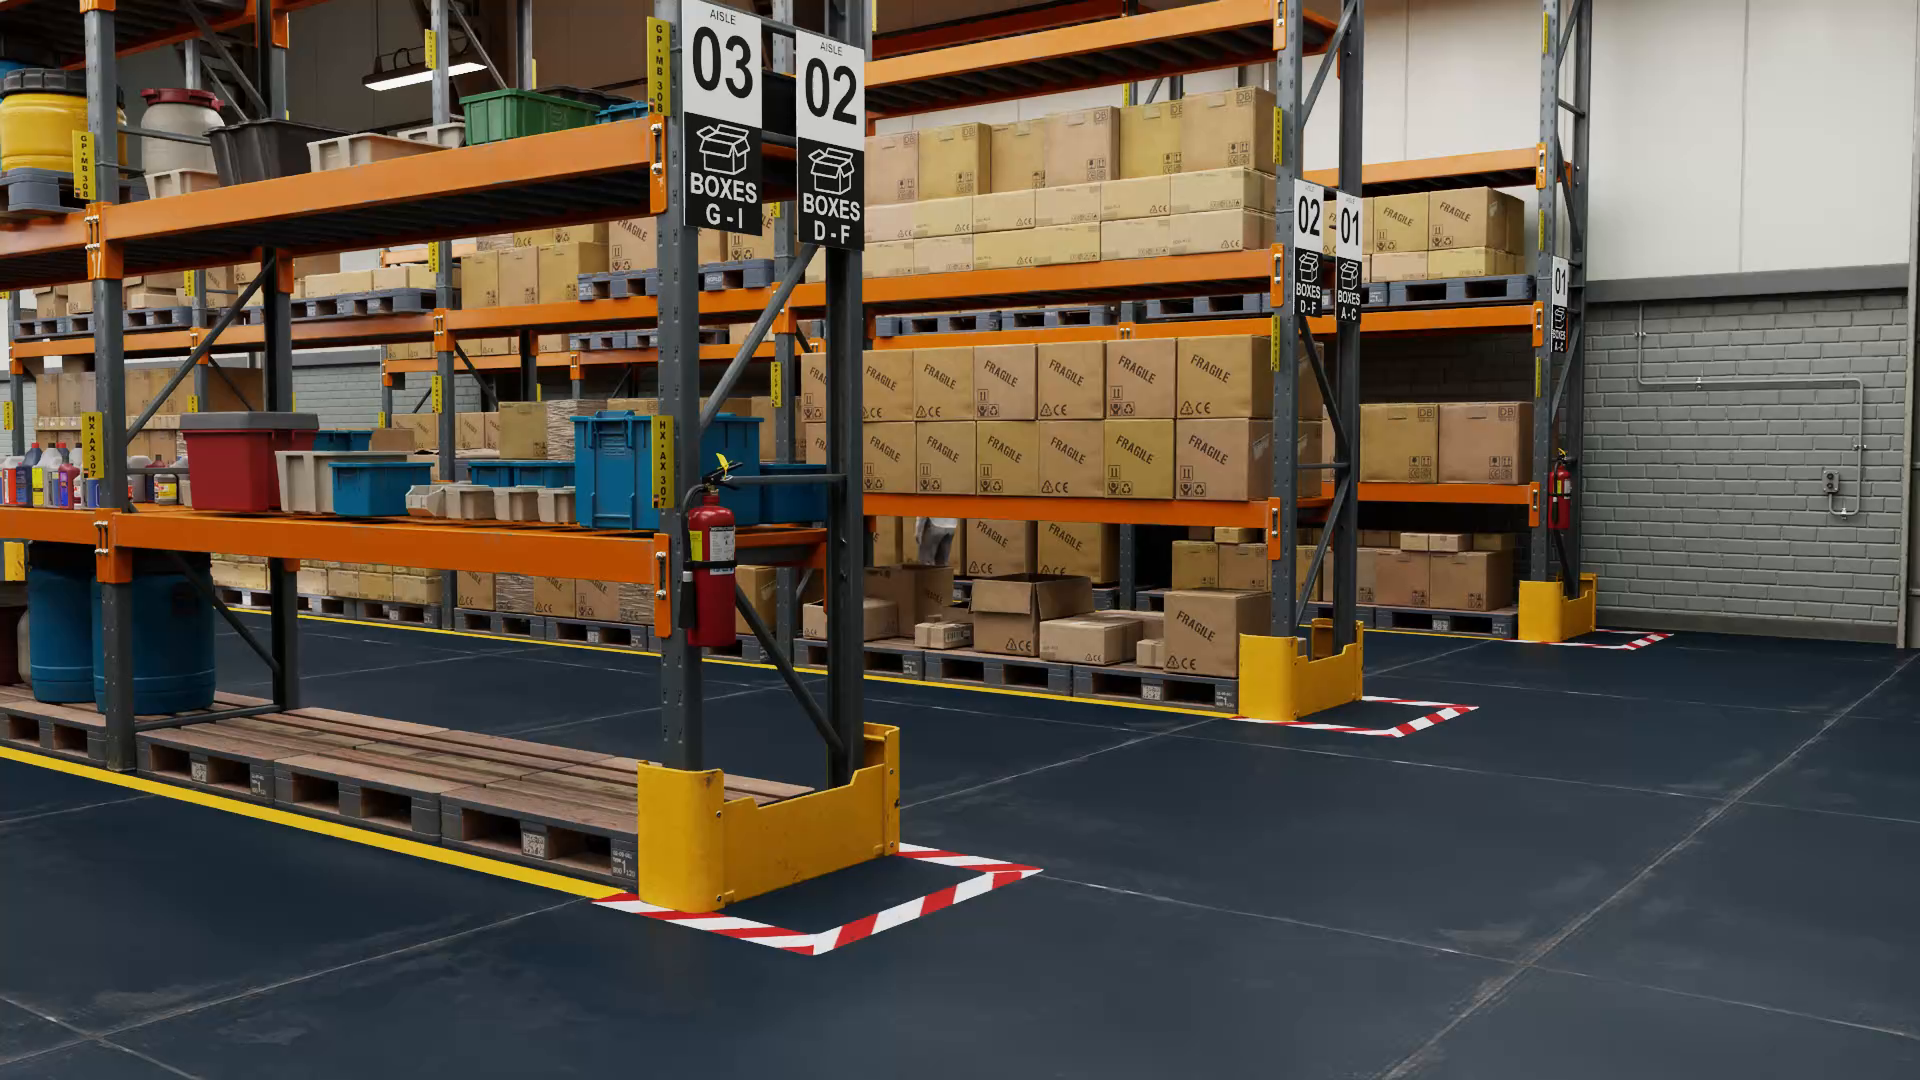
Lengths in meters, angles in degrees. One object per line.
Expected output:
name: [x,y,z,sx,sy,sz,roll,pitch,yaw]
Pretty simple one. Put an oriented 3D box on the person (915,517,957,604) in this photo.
person: [-0.252,-0.092,15.714,0.412,1.664,0.514,2,4,34]
